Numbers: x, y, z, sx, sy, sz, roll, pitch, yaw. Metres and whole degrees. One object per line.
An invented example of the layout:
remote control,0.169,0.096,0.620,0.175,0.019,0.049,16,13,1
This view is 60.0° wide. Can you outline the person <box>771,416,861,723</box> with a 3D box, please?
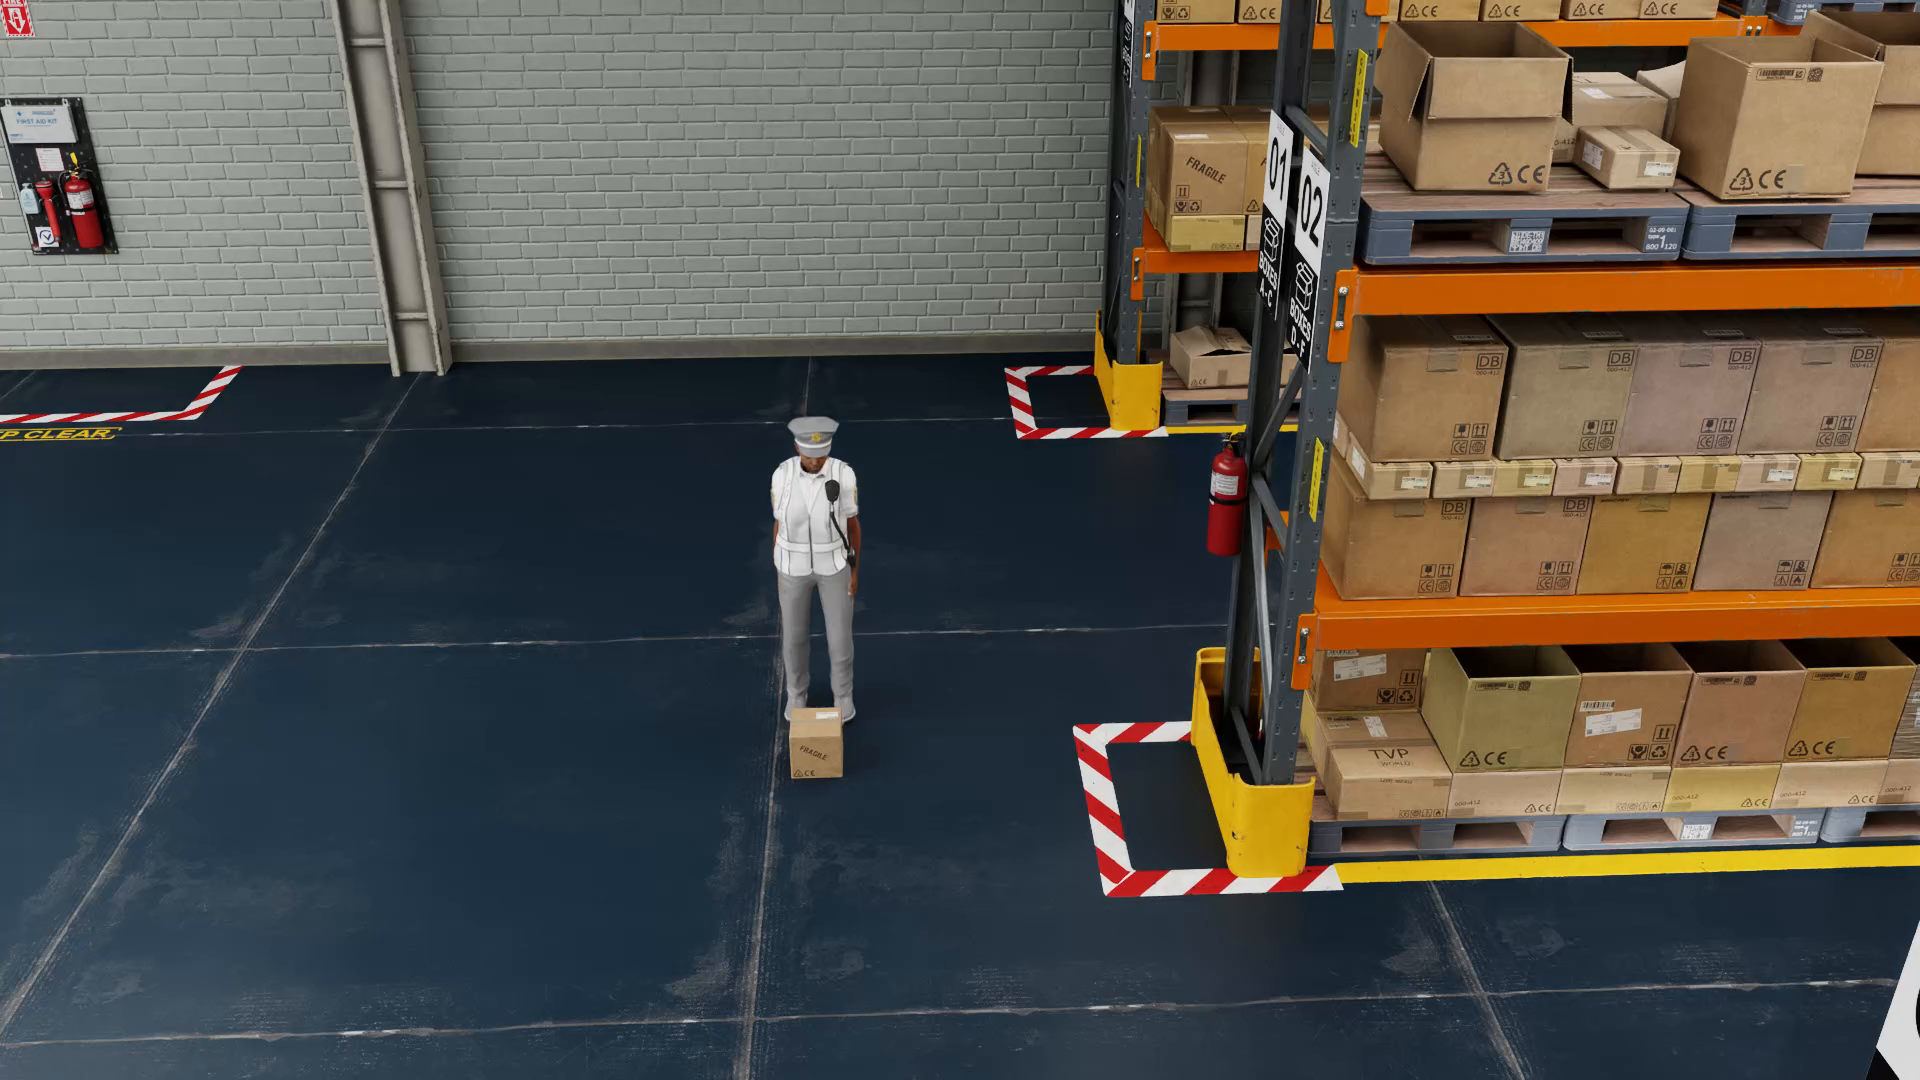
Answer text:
person,-0.709,0.157,8.334,0.438,1.658,0.340,-1,28,-2
